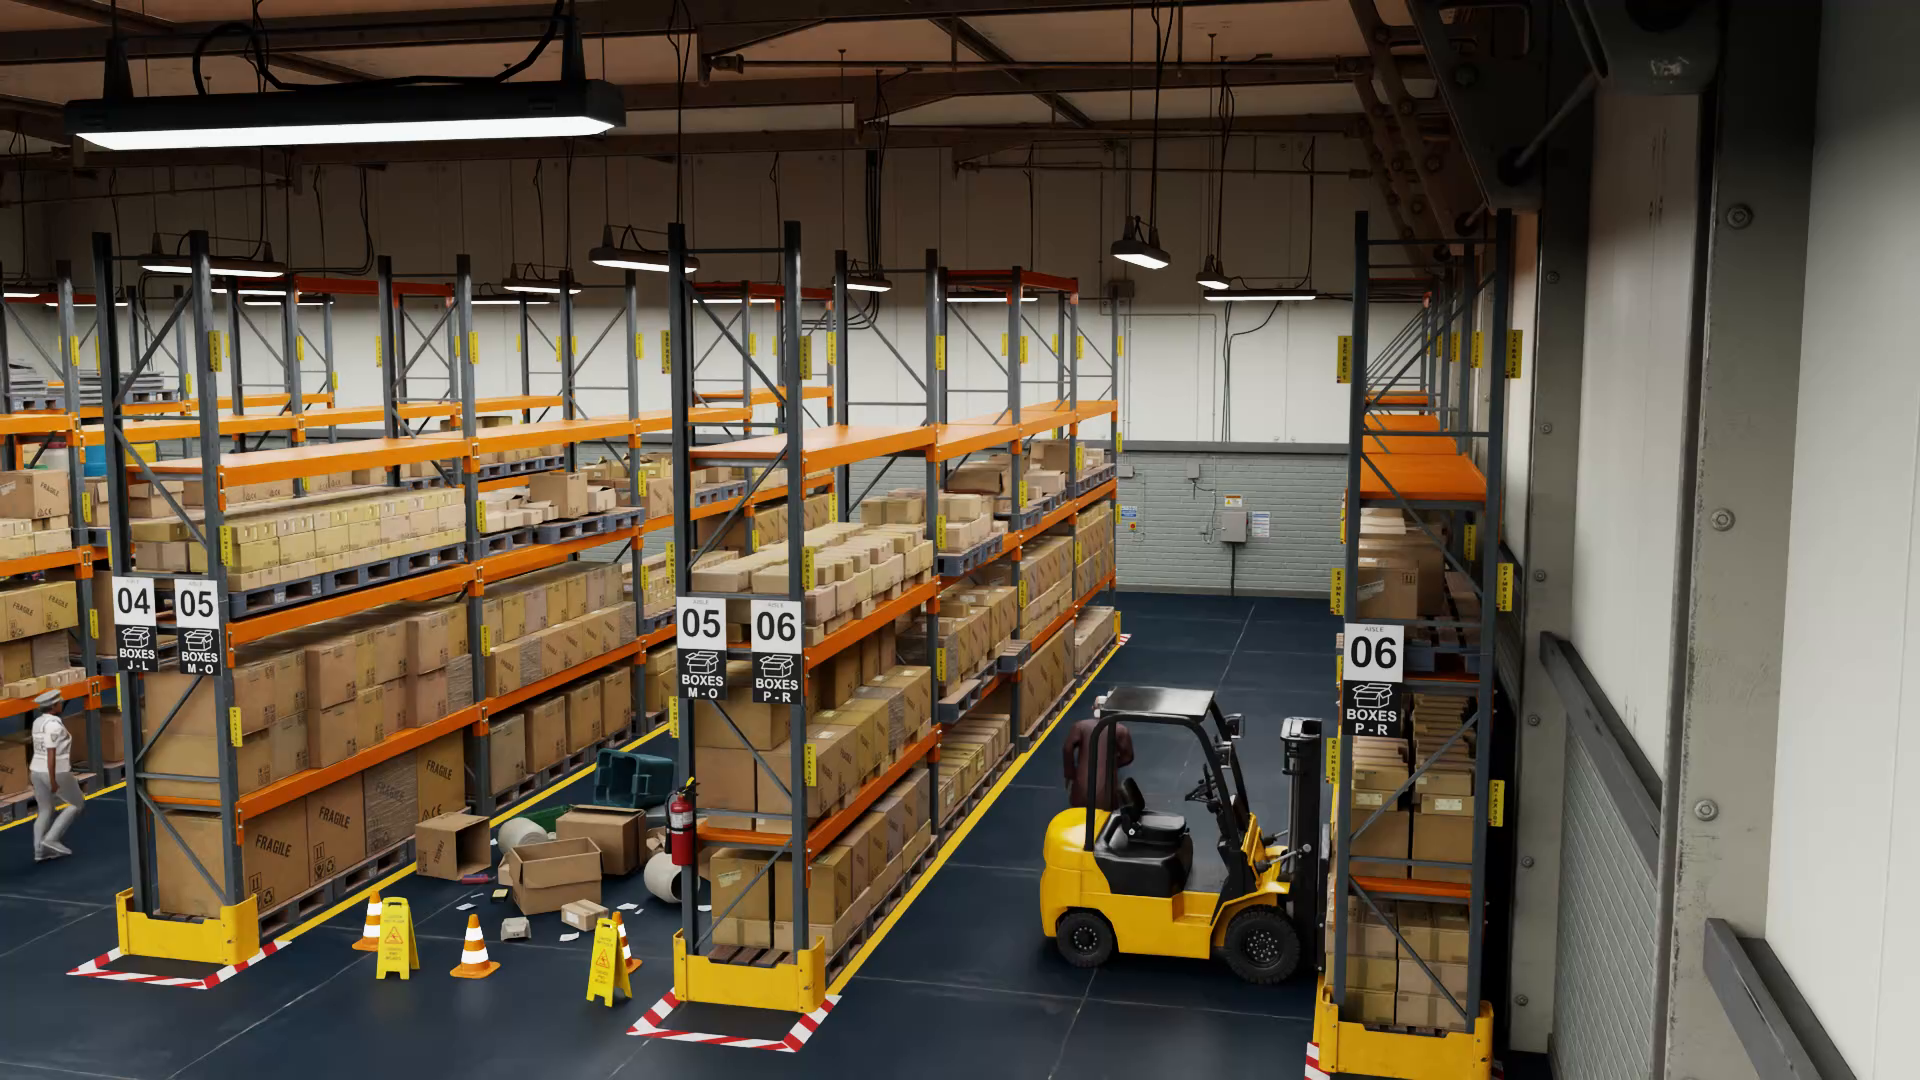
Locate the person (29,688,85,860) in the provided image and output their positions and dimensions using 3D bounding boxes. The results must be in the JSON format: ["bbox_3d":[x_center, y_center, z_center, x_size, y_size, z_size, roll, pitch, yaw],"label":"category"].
[{"bbox_3d":[-9.008,2.323,16.495,0.497,1.672,0.447,3,8,25],"label":"person"}]

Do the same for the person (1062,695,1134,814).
[{"bbox_3d":[1.343,2.369,16.216,0.671,1.677,0.833,2,7,14],"label":"person"}]
